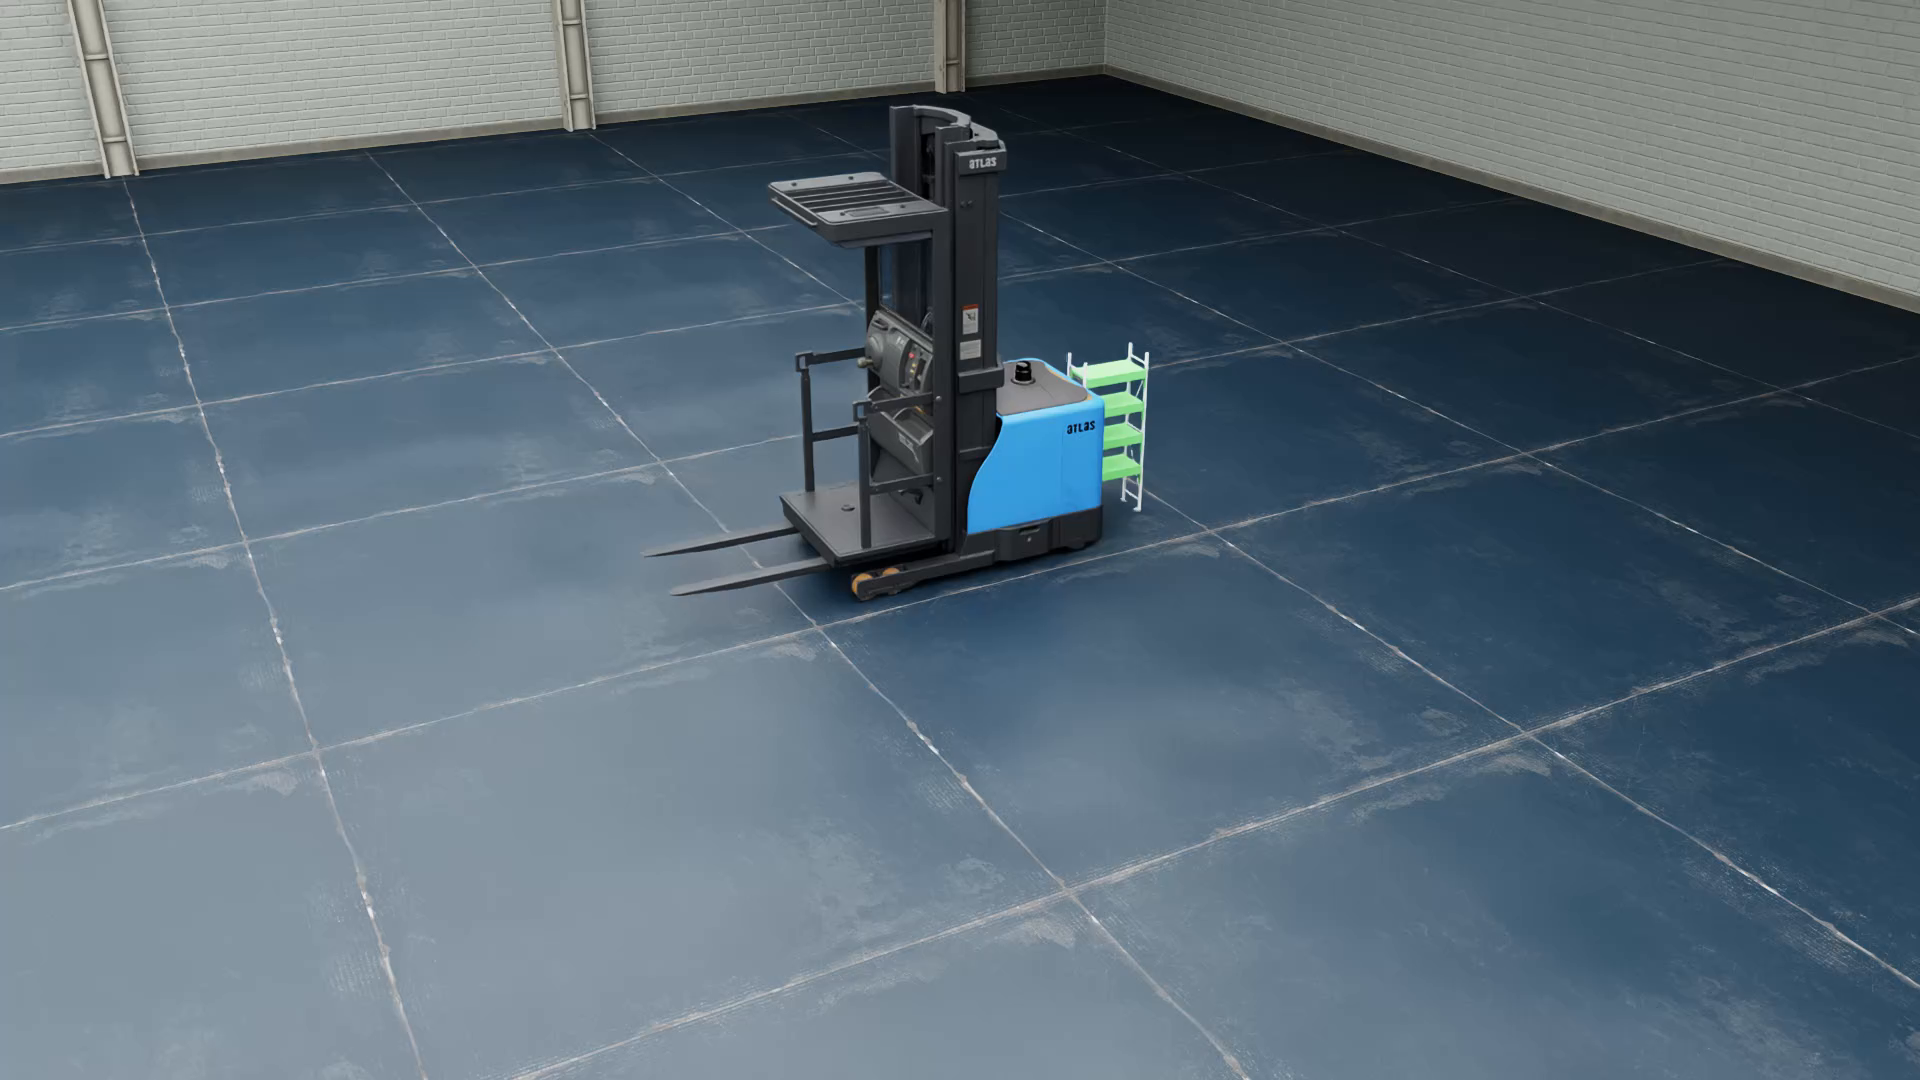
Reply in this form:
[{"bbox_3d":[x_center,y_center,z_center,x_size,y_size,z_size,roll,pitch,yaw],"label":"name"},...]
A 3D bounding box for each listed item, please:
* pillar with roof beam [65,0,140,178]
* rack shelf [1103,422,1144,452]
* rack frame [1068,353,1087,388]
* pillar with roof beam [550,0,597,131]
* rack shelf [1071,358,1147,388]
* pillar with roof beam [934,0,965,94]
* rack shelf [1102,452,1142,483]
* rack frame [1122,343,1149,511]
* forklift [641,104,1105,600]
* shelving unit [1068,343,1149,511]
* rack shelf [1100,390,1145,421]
[{"bbox_3d":[-8.724,-7.104,15.951,0.400,9.000,9.100,-13,29,-25],"label":"pillar with roof beam"},{"bbox_3d":[1.025,-0.692,11.756,0.480,0.148,0.258,-12,28,-23],"label":"rack shelf"},{"bbox_3d":[0.805,-0.704,11.632,0.015,1.200,0.240,-12,28,-23],"label":"rack frame"},{"bbox_3d":[-3.429,-8.326,18.496,0.400,9.000,9.100,-13,29,-25],"label":"pillar with roof beam"},{"bbox_3d":[1.025,-1.125,11.548,0.480,0.148,0.258,-12,28,-23],"label":"rack shelf"},{"bbox_3d":[1.865,-9.548,21.042,0.400,9.000,9.100,-13,29,-25],"label":"pillar with roof beam"},{"bbox_3d":[1.025,-0.476,11.860,0.480,0.148,0.258,-12,28,-23],"label":"rack shelf"},{"bbox_3d":[1.244,-0.796,11.824,0.015,1.200,0.240,-12,28,-23],"label":"rack frame"},{"bbox_3d":[-0.576,-1.194,10.652,3.031,2.935,1.130,-12,28,-23],"label":"forklift"},{"bbox_3d":[1.025,-0.750,11.728,0.503,1.200,0.258,-12,28,-23],"label":"shelving unit"},{"bbox_3d":[1.025,-0.909,11.652,0.480,0.148,0.258,-12,28,-23],"label":"rack shelf"}]
